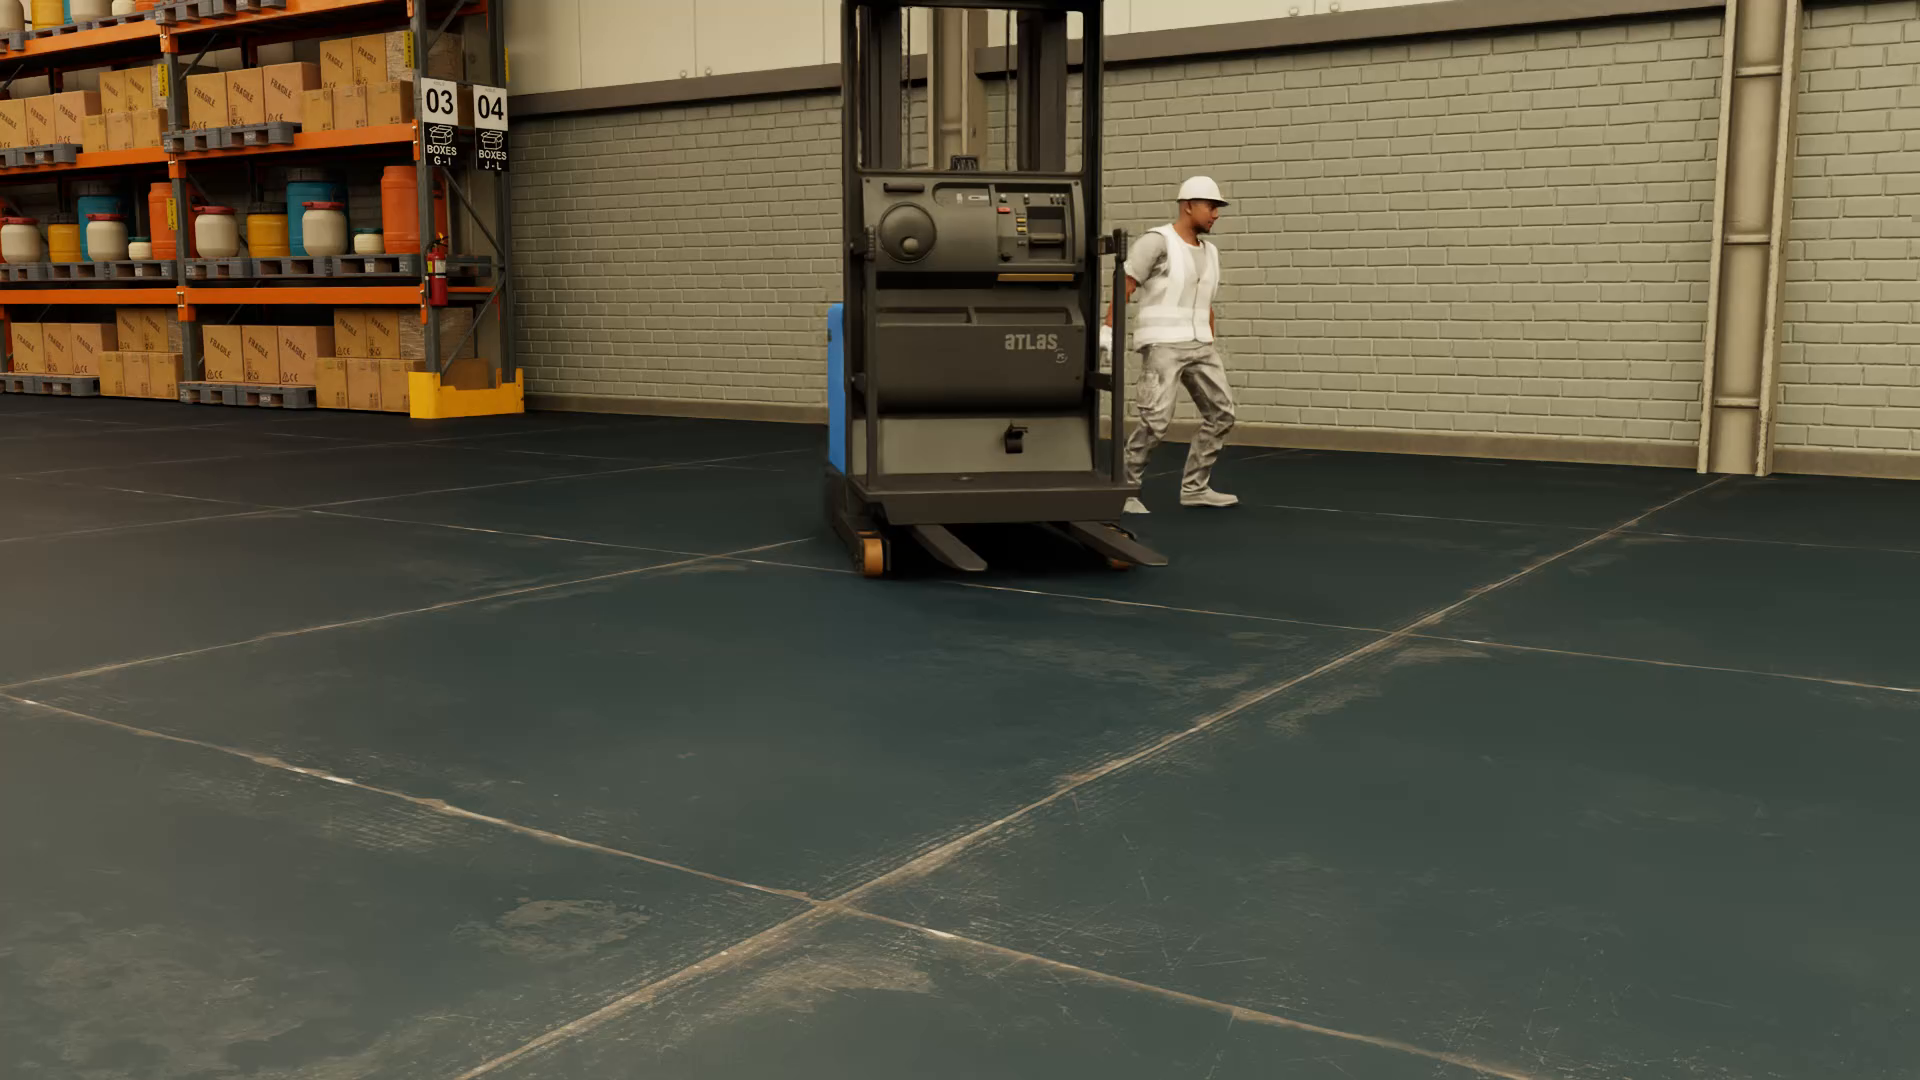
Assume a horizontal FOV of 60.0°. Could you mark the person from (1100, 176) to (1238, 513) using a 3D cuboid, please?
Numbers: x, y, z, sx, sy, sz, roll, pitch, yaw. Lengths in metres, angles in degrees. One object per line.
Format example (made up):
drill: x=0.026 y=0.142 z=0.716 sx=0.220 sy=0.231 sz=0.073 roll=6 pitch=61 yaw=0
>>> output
person: x=1.054 y=-0.983 z=8.586 sx=0.878 sy=1.753 sz=0.483 roll=-6 pitch=10 yaw=-36

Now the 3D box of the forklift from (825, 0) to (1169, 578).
forklift: x=0.097 y=-1.352 z=6.703 sx=1.130 sy=2.935 sz=3.031 roll=-1 pitch=8 yaw=-10
